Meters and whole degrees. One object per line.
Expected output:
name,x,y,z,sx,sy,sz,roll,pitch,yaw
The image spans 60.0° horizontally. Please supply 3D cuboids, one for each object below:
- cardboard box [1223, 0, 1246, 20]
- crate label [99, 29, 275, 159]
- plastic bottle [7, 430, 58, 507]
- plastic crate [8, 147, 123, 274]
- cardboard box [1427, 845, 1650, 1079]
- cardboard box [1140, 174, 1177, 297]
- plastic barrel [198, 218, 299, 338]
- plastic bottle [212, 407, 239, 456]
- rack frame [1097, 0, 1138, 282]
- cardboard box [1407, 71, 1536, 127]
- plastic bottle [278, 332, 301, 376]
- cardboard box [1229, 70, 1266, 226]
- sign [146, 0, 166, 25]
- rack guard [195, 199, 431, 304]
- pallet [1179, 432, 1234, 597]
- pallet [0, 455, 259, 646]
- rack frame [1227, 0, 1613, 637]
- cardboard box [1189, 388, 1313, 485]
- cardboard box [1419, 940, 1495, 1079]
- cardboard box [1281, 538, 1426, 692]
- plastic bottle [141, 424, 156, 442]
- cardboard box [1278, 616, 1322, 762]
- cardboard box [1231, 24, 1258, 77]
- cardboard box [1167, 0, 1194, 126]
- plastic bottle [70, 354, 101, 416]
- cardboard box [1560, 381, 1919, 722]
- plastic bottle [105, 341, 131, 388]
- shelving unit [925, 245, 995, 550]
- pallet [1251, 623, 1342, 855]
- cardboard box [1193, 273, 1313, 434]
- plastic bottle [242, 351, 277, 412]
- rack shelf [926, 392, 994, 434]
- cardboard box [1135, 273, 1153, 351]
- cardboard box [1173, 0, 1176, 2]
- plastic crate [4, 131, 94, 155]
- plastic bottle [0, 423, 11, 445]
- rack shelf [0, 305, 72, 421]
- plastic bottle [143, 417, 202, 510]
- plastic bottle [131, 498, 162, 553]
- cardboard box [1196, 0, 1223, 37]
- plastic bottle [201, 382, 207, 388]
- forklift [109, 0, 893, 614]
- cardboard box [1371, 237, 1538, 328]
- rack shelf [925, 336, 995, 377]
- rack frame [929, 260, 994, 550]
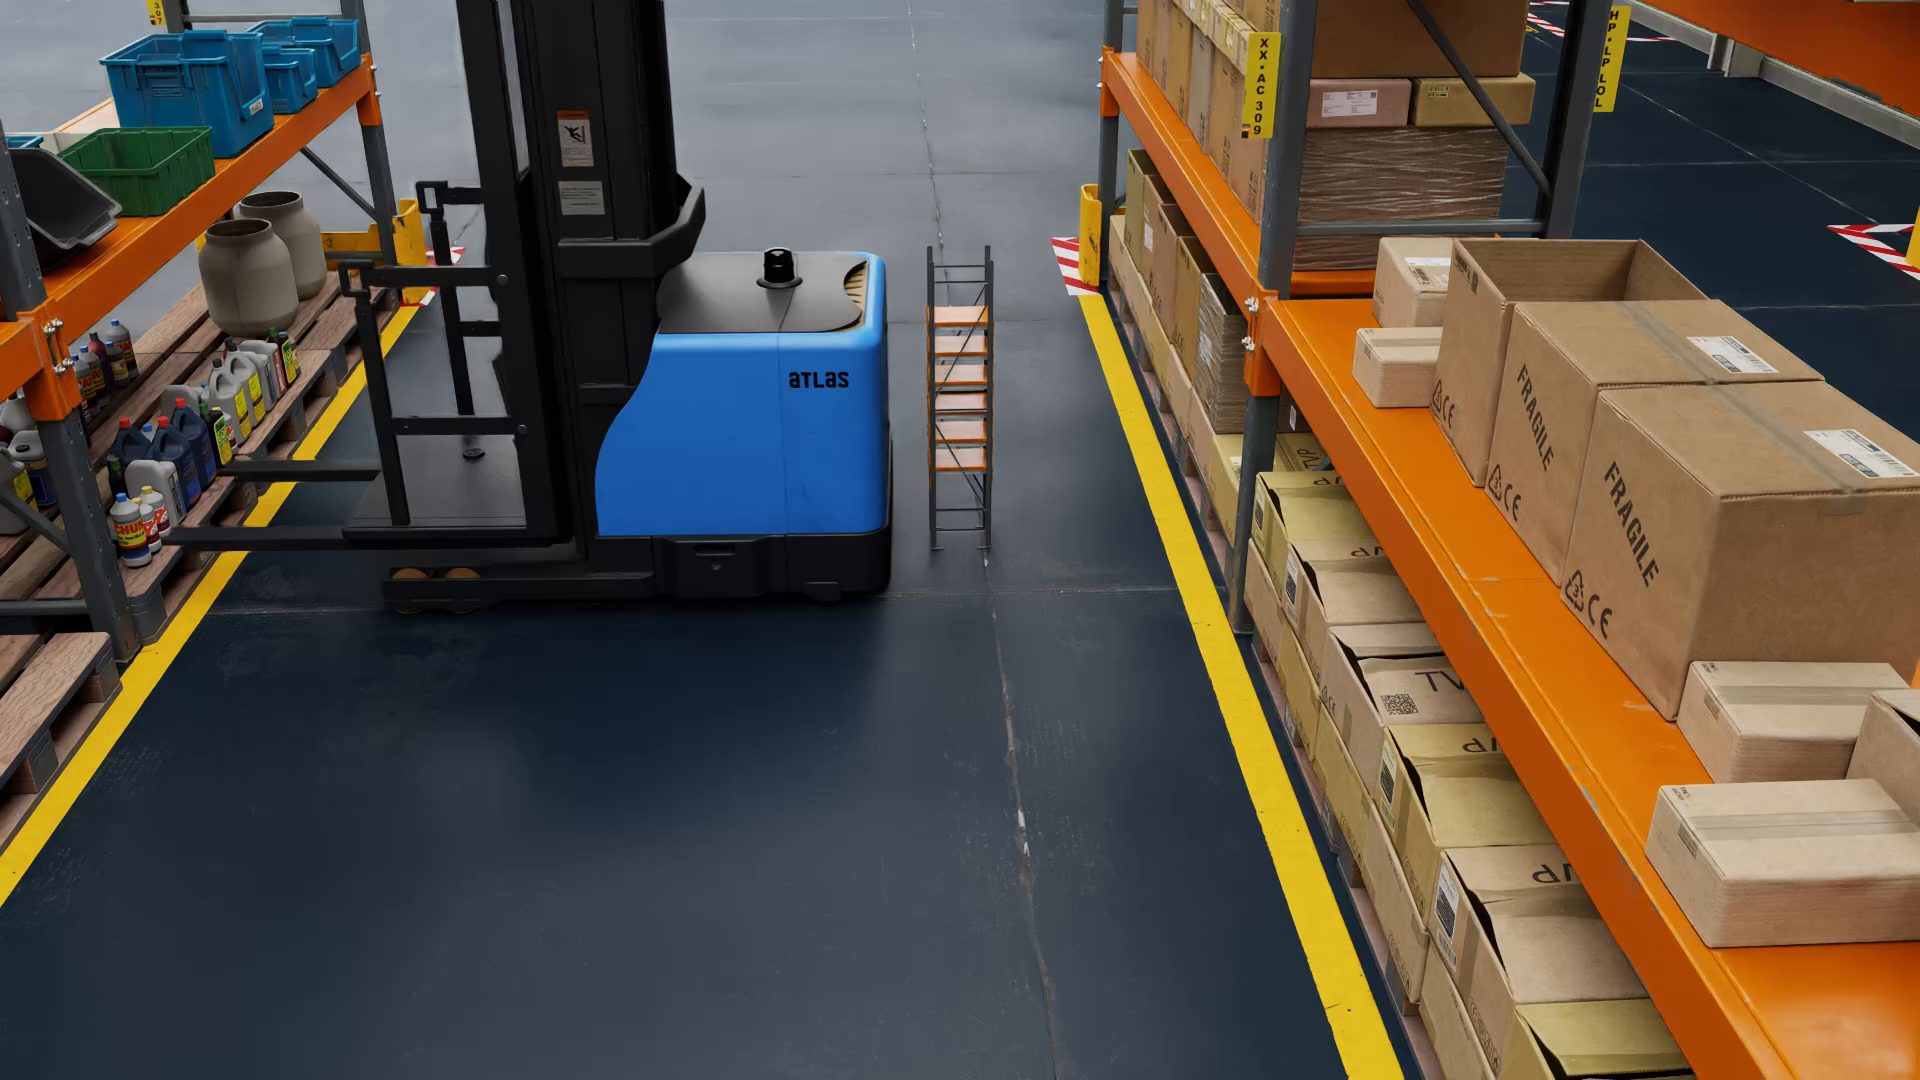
cardboard box,1.414,-2.307,6.418,0.700,0.500,0.500,-1,28,-3
crate label,-3.293,-1.919,7.148,0.502,0.435,0.616,-1,28,-3
plastic bottle,-3.635,-0.282,6.516,0.152,0.276,0.135,-1,28,-3
plastic crate,-3.350,-1.117,5.716,0.767,0.338,0.504,-1,28,-3
cardboard box,1.375,0.905,3.684,0.500,0.311,0.500,-2,28,-3
cardboard box,1.161,-1.450,7.995,0.500,0.500,0.500,-1,28,-3
plastic barrel,-3.522,-1.297,8.229,0.421,0.512,0.421,0,28,0
plastic bottle,-3.079,-0.456,6.930,0.097,0.201,0.097,0,28,0
rack frame,1.288,-2.865,9.000,1.000,3.000,0.127,-1,28,-3
cardboard box,1.676,-1.479,5.532,0.380,0.149,0.250,-1,28,-3
plastic bottle,-3.125,-0.864,7.713,0.097,0.201,0.097,0,28,0
cardboard box,1.433,-1.510,6.294,0.700,0.500,0.500,-2,28,-3
sign,-4.208,-2.859,8.688,0.100,0.325,0.005,-1,28,-3
rack guard,-3.608,-1.605,9.287,1.175,0.500,0.348,-1,28,-3
pallet,1.497,-0.150,6.809,1.003,0.211,1.213,-1,28,-3
pallet,-3.443,0.025,6.473,1.003,0.211,1.213,-1,28,-3
rack frame,1.497,-1.018,5.458,1.000,3.000,0.127,-1,28,-3
cardboard box,1.238,-0.425,6.840,0.500,0.250,0.500,-1,28,-3
cardboard box,1.381,1.155,3.811,0.500,0.250,0.500,-1,28,-1
cardboard box,1.291,0.195,5.046,0.500,0.311,0.500,-2,28,-3
plastic bottle,-3.206,-0.332,6.618,0.097,0.271,0.097,0,28,0
cardboard box,1.296,0.443,5.175,0.500,0.250,0.500,-1,28,-1
cardboard box,1.227,-1.827,6.199,0.380,0.149,0.250,-1,28,-3
cardboard box,1.352,-2.222,7.658,0.700,0.500,0.500,-1,28,-2
plastic bottle,-3.852,-0.683,7.291,0.097,0.271,0.097,0,28,0
cardboard box,1.602,0.011,3.378,0.500,0.500,0.500,-3,28,-5
plastic bottle,-3.870,-0.809,7.607,0.097,0.201,0.097,0,28,0
shelving unit,-0.001,-0.539,6.485,0.258,1.200,0.189,-1,28,-3
pallet,1.574,0.558,5.452,1.003,0.211,1.213,-1,28,-3
cardboard box,1.240,-0.757,6.667,0.500,0.500,0.500,-1,28,-3
plastic bottle,-3.132,-0.716,7.349,0.152,0.276,0.135,-2,28,-4
rack shelf,-0.001,-0.499,6.506,0.258,0.103,0.180,-1,28,-3
cardboard box,1.149,-1.117,8.168,0.500,0.250,0.500,-1,28,-3
cardboard box,1.149,-2.534,7.555,0.380,0.149,0.250,-2,28,-4
plastic crate,-3.788,-1.527,6.719,0.530,0.136,0.437,-1,28,-3
plastic bottle,-3.832,-0.344,6.627,0.061,0.283,0.133,0,28,1
rack shelf,-3.346,0.343,3.627,1.077,0.370,4.000,-1,28,-3
plastic bottle,-3.078,-0.303,6.477,0.144,0.351,0.185,-1,28,-1
plastic bottle,-3.034,-0.059,6.170,0.097,0.201,0.097,0,28,0
cardboard box,1.187,-2.179,6.875,0.380,0.149,0.250,-1,28,-1
plastic bottle,-3.238,-0.583,7.175,0.097,0.201,0.097,0,28,0
forklift,-1.789,-1.271,6.017,3.031,2.935,1.130,-1,28,-1
cardboard box,1.566,-0.725,5.059,0.500,0.250,0.500,0,28,1
rack shelf,-0.001,-0.712,6.395,0.258,0.103,0.180,-1,28,-3
rack frame,0.004,-0.496,6.404,0.240,1.200,0.006,-1,28,-3
